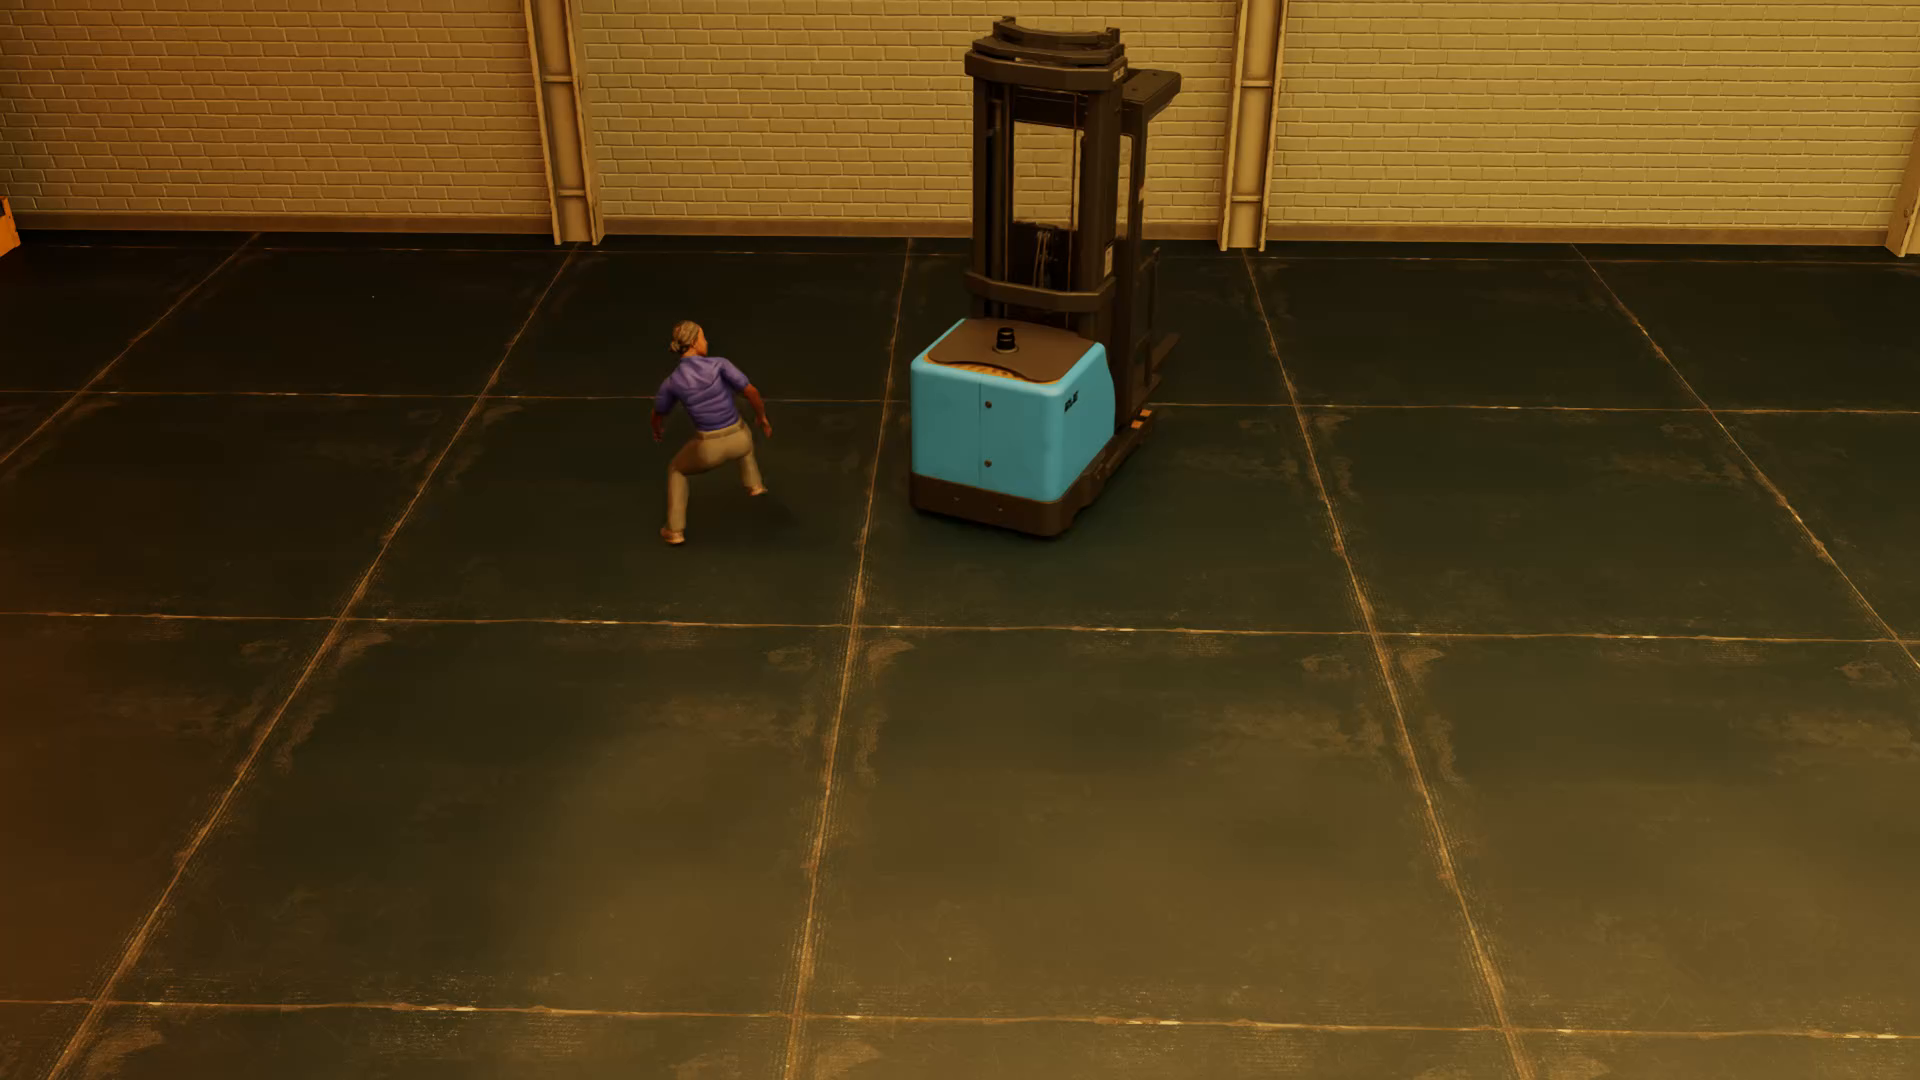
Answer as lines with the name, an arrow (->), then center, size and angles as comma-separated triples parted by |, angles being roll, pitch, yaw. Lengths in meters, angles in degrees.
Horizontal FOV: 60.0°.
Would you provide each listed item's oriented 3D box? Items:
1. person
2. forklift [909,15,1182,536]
person -> -1.562, -0.690, 10.331 | 0.743, 1.433, 0.617 | -9, 32, -15
forklift -> 0.750, -2.016, 11.033 | 1.130, 2.935, 3.031 | 13, 33, 21
